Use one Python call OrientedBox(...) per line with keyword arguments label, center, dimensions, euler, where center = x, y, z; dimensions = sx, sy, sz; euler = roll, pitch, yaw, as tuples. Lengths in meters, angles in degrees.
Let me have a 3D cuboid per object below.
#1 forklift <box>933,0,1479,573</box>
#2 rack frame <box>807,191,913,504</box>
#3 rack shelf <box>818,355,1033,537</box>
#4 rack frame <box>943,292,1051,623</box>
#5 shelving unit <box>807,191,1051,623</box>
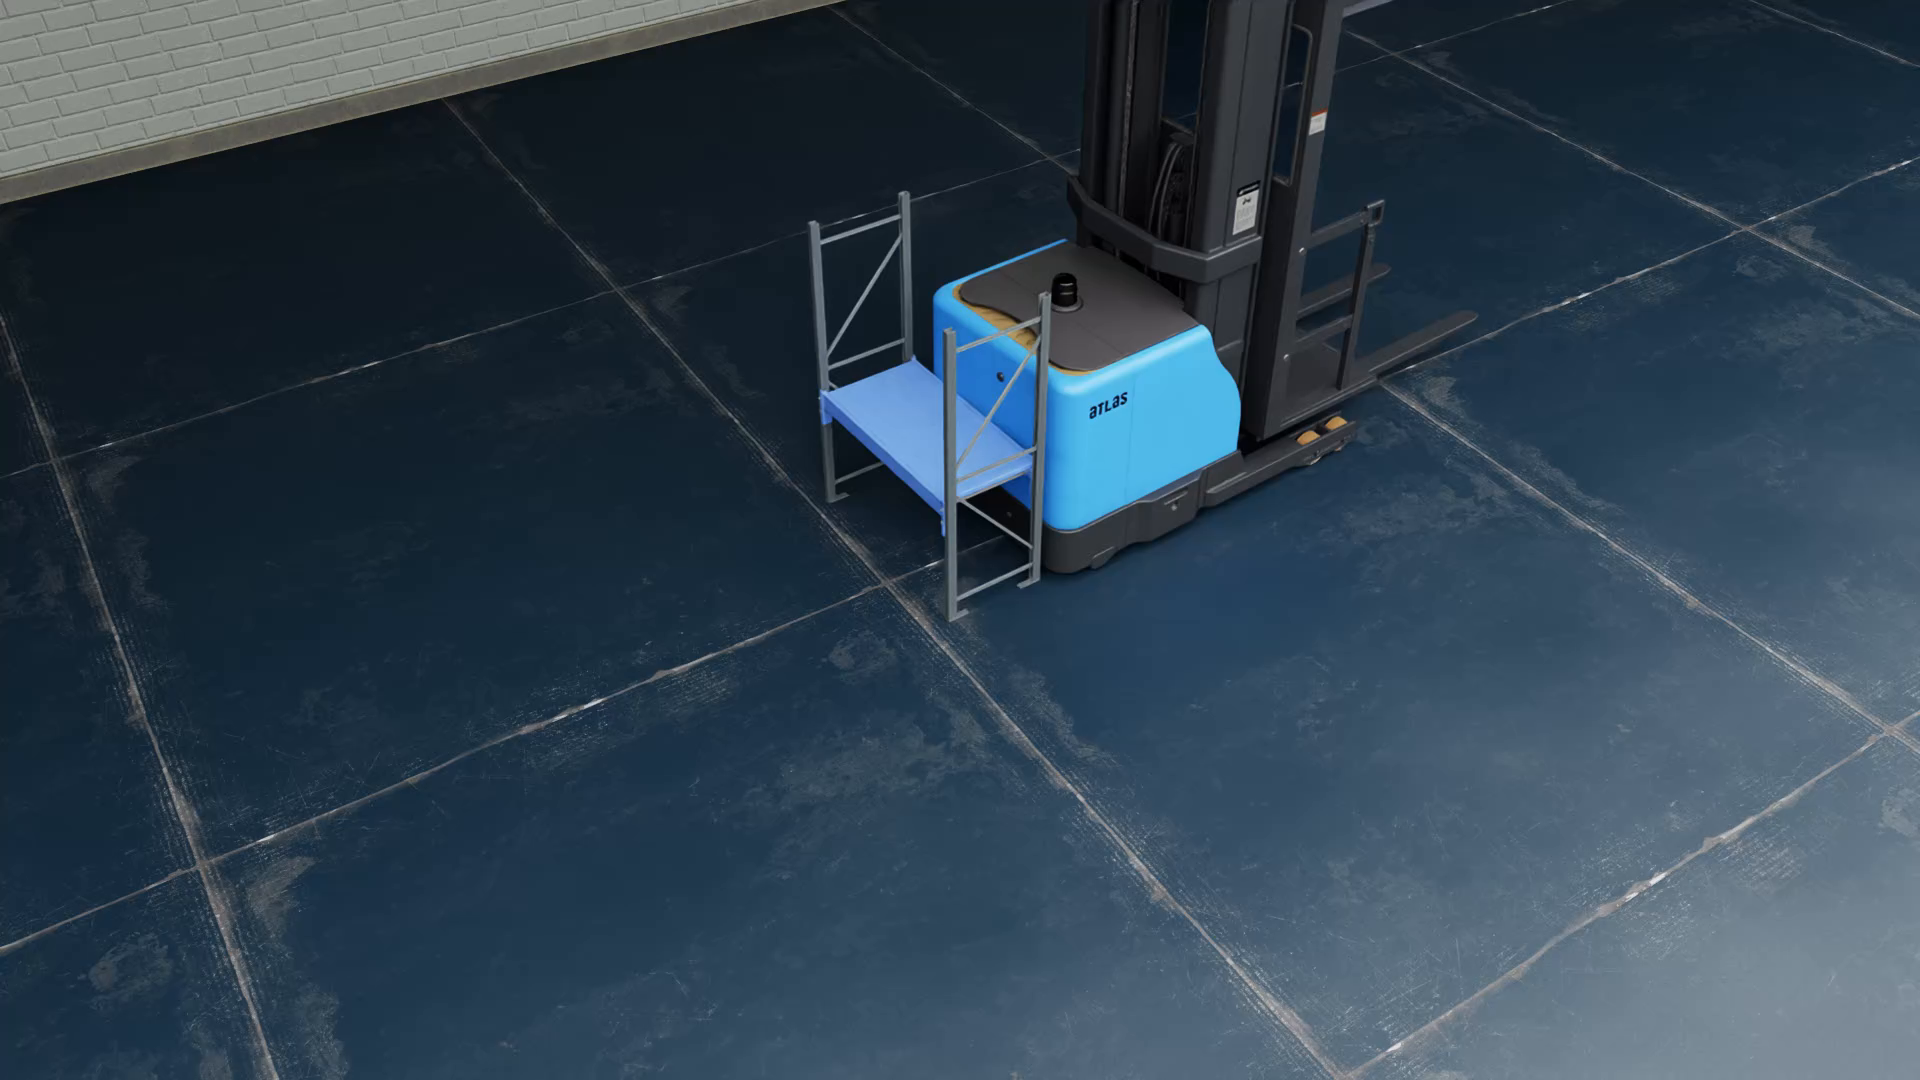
OrientedBox(label="forklift", center=(1.347, -1.742, 7.551), dimensions=(3.031, 2.935, 1.130), euler=(-26, 46, -27))
OrientedBox(label="rack frame", center=(-0.431, -0.845, 7.593), dimensions=(0.500, 1.500, 0.032), euler=(-24, 45, -26))
OrientedBox(label="rack shelf", center=(-0.142, -0.440, 7.387), dimensions=(0.538, 0.185, 1.000), euler=(-24, 45, -26))
OrientedBox(label="rack frame", center=(0.148, -0.310, 6.951), dimensions=(0.500, 1.500, 0.032), euler=(-24, 45, -26))
OrientedBox(label="shelving unit", center=(-0.142, -0.578, 7.272), dimensions=(0.538, 1.500, 1.048), euler=(-24, 45, -26))
